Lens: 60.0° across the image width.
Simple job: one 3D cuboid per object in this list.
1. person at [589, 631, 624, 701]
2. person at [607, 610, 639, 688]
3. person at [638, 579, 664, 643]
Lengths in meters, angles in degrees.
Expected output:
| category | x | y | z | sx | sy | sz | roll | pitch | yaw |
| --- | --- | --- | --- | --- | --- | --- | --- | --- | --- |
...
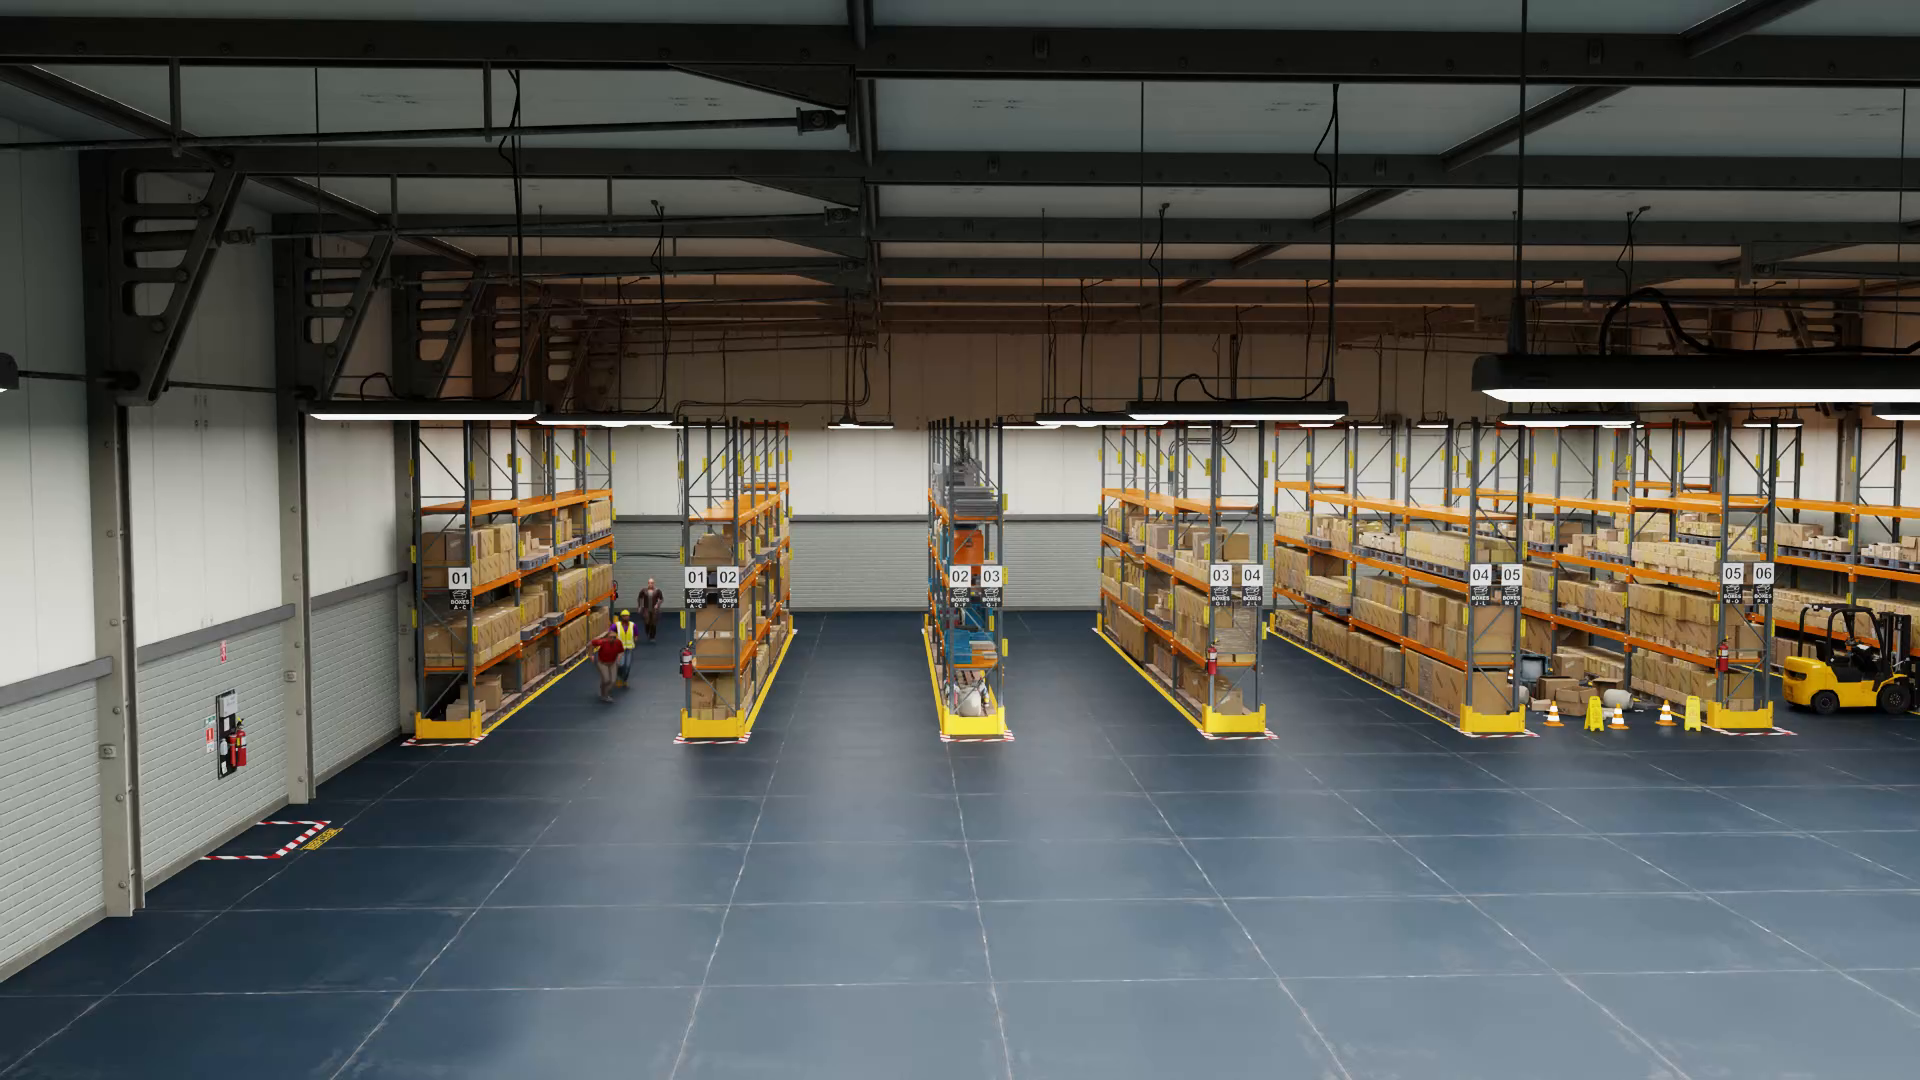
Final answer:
| category | x | y | z | sx | sy | sz | roll | pitch | yaw |
| --- | --- | --- | --- | --- | --- | --- | --- | --- | --- |
| person | -7.447 | 2.662 | 35.056 | 0.695 | 1.551 | 0.892 | -2 | 4 | -29 |
| person | -7.471 | 2.429 | 37.067 | 0.675 | 1.745 | 0.660 | -2 | 4 | -24 |
| person | -8.376 | 1.923 | 45.016 | 0.699 | 1.730 | 0.668 | -1 | 4 | -8 |
